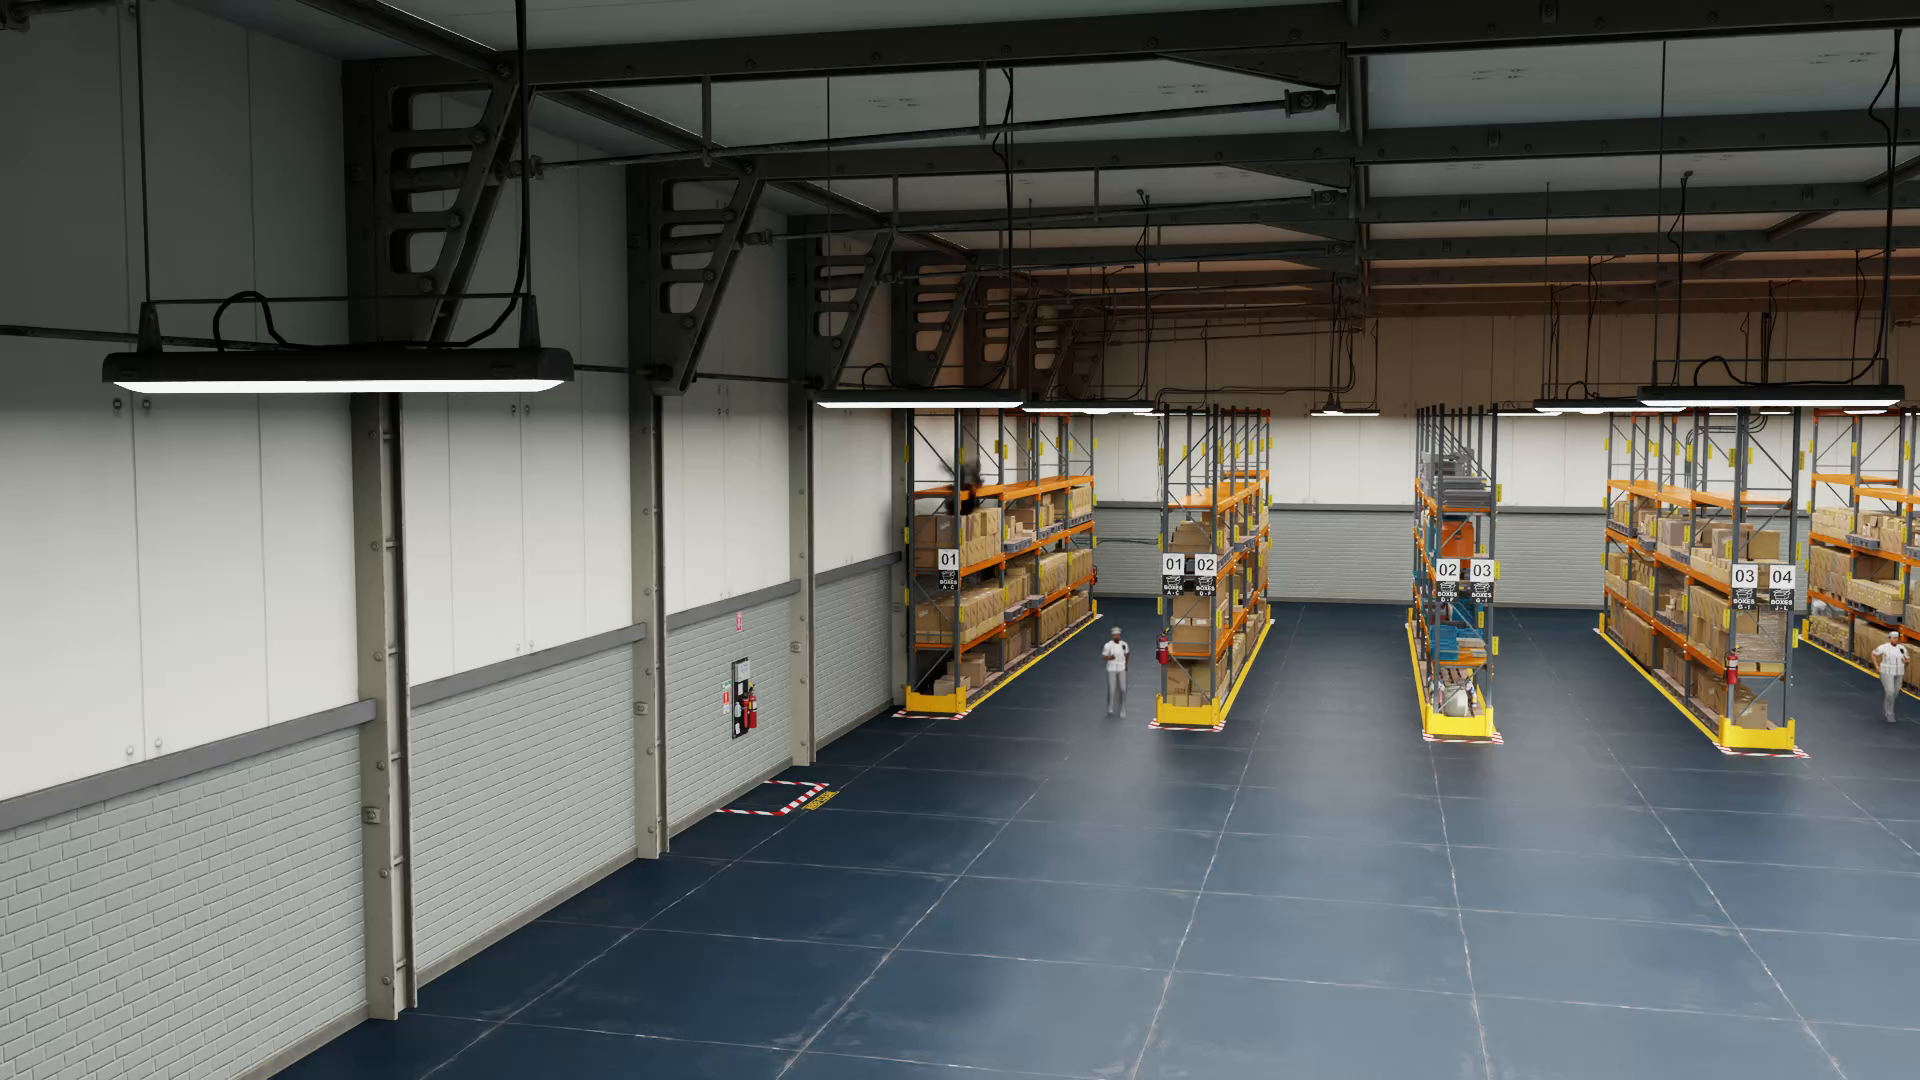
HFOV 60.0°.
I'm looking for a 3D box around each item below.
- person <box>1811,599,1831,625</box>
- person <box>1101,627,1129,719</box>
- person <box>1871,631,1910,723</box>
[{"bbox_3d":[22.982,1.636,44.183,0.814,1.851,0.752,0,4,5],"label":"person"},{"bbox_3d":[2.999,2.555,31.987,0.569,1.771,0.671,0,4,-2],"label":"person"},{"bbox_3d":[17.711,2.591,31.624,0.580,1.727,0.770,0,4,1],"label":"person"}]
